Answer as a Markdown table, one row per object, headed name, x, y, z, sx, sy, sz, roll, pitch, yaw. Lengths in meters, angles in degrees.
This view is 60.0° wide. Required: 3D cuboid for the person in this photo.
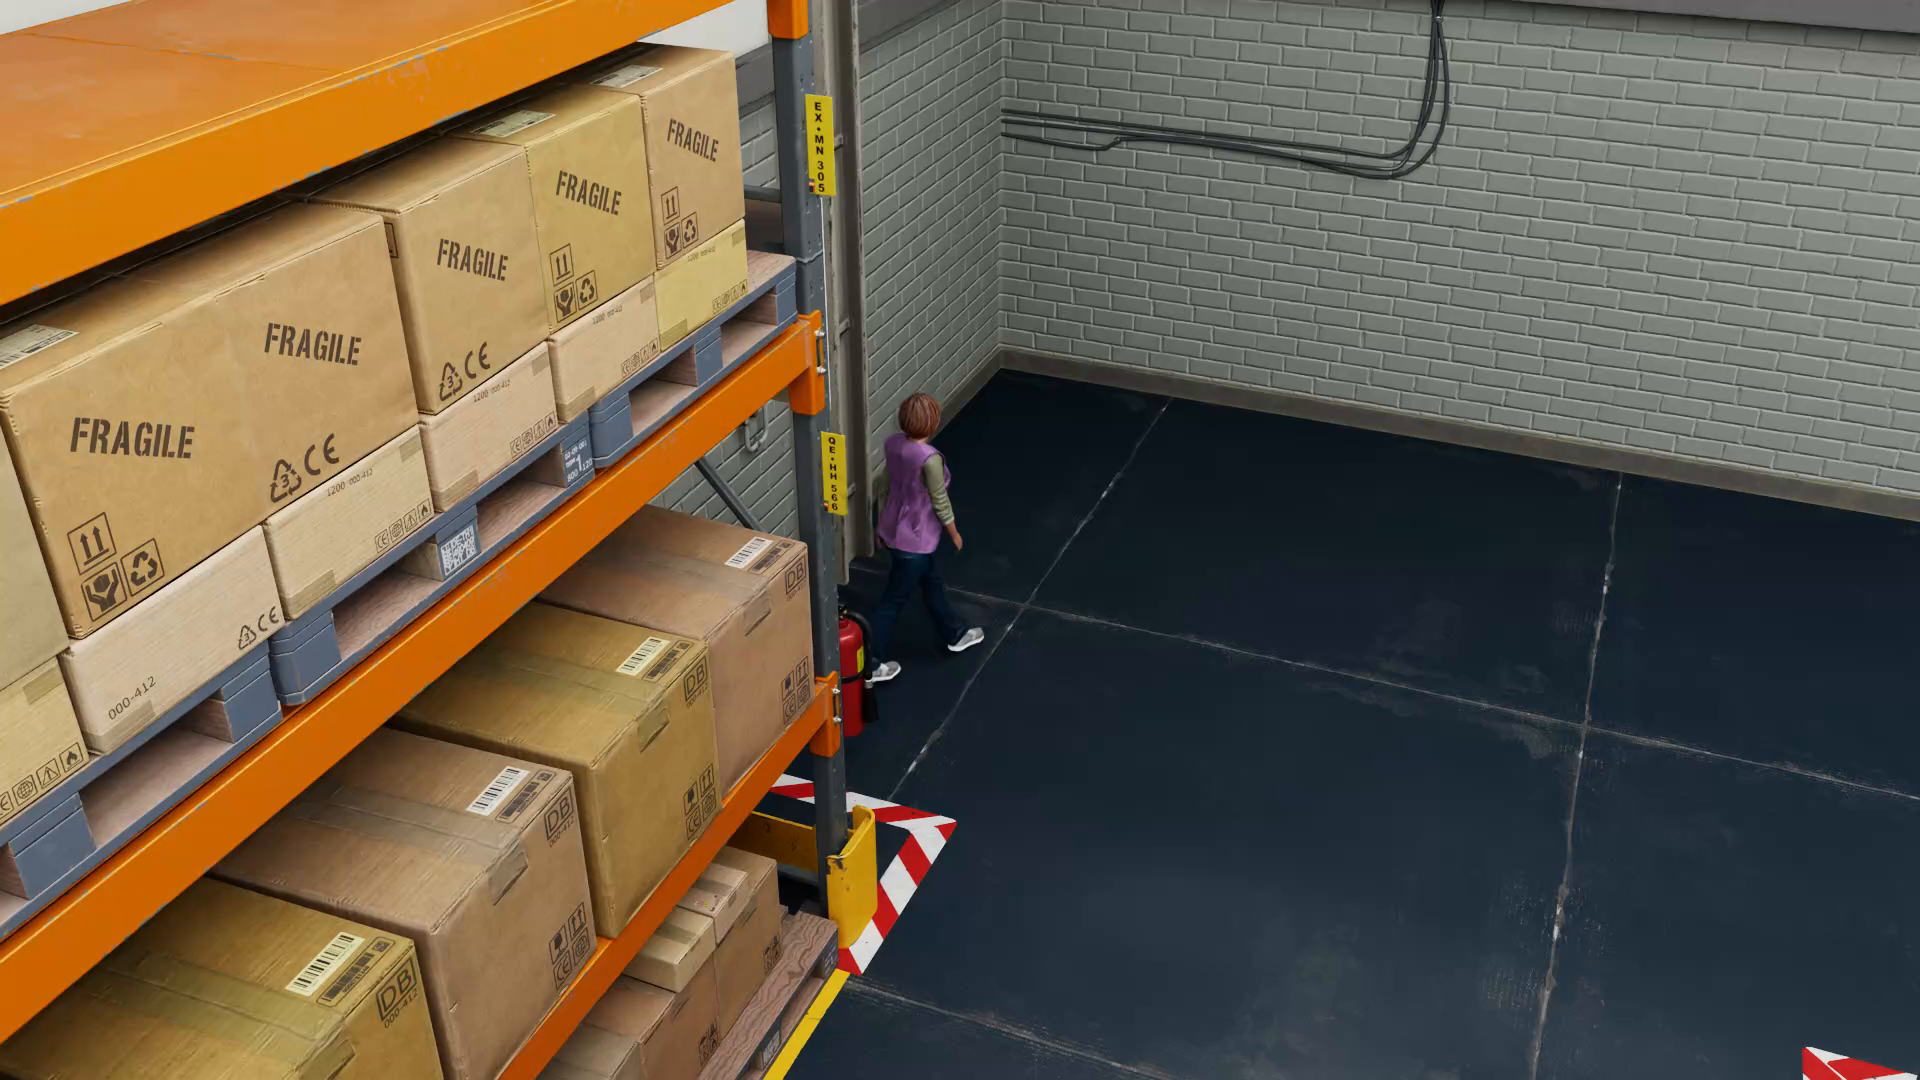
| name | x | y | z | sx | sy | sz | roll | pitch | yaw |
| --- | --- | --- | --- | --- | --- | --- | --- | --- | --- |
| person | -0.205 | -0.026 | 8.431 | 0.828 | 1.554 | 0.414 | -16 | 33 | -25 |
